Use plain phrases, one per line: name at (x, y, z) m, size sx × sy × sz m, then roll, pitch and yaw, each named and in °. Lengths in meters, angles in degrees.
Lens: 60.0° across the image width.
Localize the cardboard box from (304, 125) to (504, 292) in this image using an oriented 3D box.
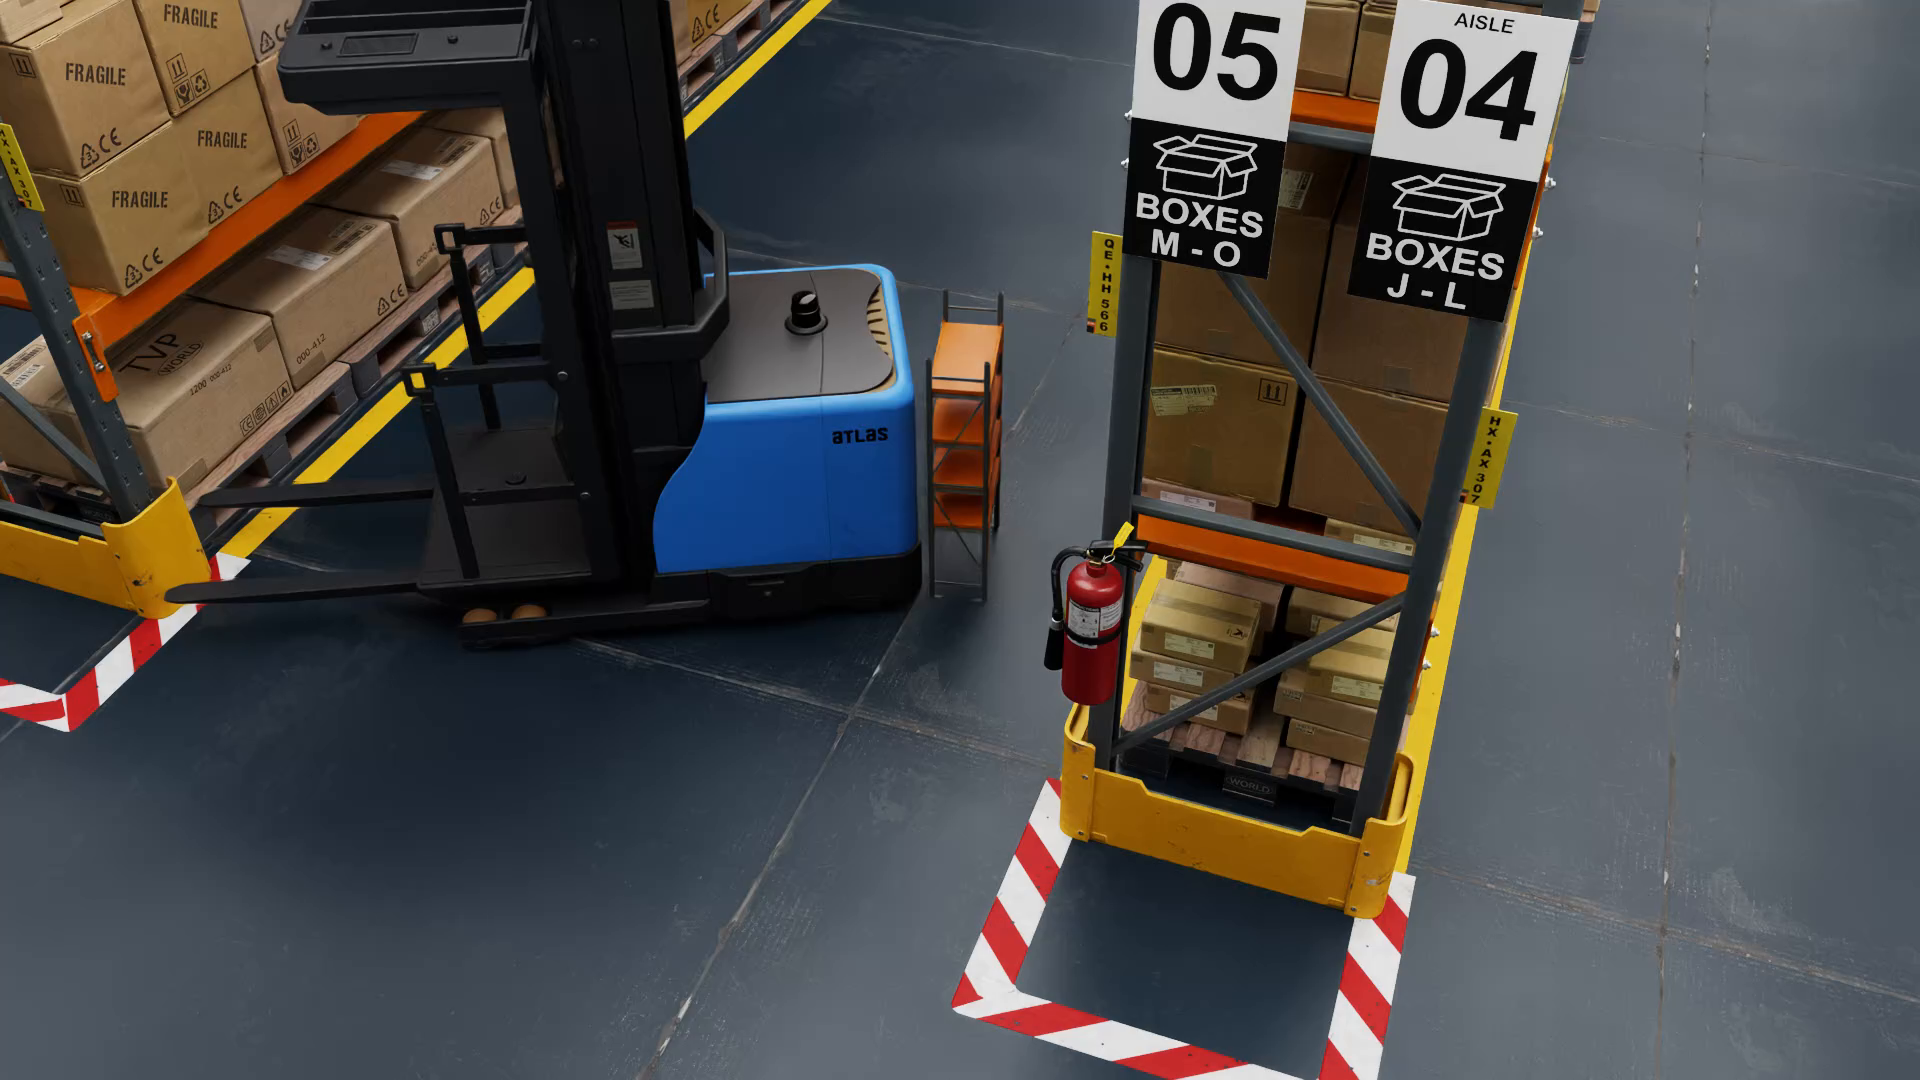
cardboard box at (-3.016, -1.768, 8.662) m, size 0.875 × 0.438 × 0.875 m, roll 12°, pitch 42°, yaw 14°

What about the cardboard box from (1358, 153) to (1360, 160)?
cardboard box at (1.493, -1.068, 5.114) m, size 0.500 × 0.500 × 0.500 m, roll 14°, pitch 43°, yaw 16°

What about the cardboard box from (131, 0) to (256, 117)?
cardboard box at (-3.160, -2.014, 6.452) m, size 0.500 × 0.500 × 0.500 m, roll 12°, pitch 42°, yaw 14°

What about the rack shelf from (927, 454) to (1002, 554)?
rack shelf at (0.022, -0.164, 6.927) m, size 0.258 × 0.148 × 0.480 m, roll 5°, pitch 41°, yaw 5°

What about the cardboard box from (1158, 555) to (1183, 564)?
cardboard box at (0.976, -0.019, 6.376) m, size 0.380 × 0.149 × 0.250 m, roll 12°, pitch 42°, yaw 14°

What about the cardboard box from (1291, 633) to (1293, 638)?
cardboard box at (1.495, 0.334, 6.421) m, size 0.380 × 0.149 × 0.250 m, roll 14°, pitch 42°, yaw 16°

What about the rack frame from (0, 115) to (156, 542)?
rack frame at (-3.762, -1.049, 6.168) m, size 1.000 × 3.000 × 0.127 m, roll 13°, pitch 42°, yaw 15°

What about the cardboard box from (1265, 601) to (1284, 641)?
cardboard box at (1.072, 0.224, 6.549) m, size 0.380 × 0.149 × 0.250 m, roll 13°, pitch 42°, yaw 15°

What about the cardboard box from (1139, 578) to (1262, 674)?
cardboard box at (0.867, 0.307, 5.993) m, size 0.380 × 0.149 × 0.250 m, roll 14°, pitch 42°, yaw 16°

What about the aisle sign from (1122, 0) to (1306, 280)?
aisle sign at (0.617, -1.023, 4.135) m, size 0.394 × 0.787 × 0.004 m, roll 13°, pitch 42°, yaw 15°

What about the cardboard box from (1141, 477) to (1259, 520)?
cardboard box at (0.770, -0.178, 5.341) m, size 0.380 × 0.149 × 0.250 m, roll 13°, pitch 42°, yaw 15°

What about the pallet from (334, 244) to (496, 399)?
pallet at (-3.143, -1.235, 8.535) m, size 1.003 × 0.211 × 1.213 m, roll 13°, pitch 42°, yaw 15°

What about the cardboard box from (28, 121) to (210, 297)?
cardboard box at (-3.328, -1.316, 6.404) m, size 0.500 × 0.500 × 0.500 m, roll 13°, pitch 42°, yaw 15°

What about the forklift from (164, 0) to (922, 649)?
forklift at (-1.713, -1.039, 6.210) m, size 3.031 × 2.935 × 1.130 m, roll -5°, pitch 41°, yaw -5°

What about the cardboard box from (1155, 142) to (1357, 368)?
cardboard box at (0.847, -0.878, 4.891) m, size 0.500 × 0.500 × 0.500 m, roll 12°, pitch 42°, yaw 14°

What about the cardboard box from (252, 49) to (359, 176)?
cardboard box at (-2.991, -1.937, 7.132) m, size 0.500 × 0.500 × 0.500 m, roll 13°, pitch 42°, yaw 15°

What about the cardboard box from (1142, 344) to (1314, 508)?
cardboard box at (0.836, -0.494, 5.212) m, size 0.500 × 0.500 × 0.500 m, roll 14°, pitch 42°, yaw 16°

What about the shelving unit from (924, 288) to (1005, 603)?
shelving unit at (0.022, -0.366, 6.755) m, size 0.258 × 1.200 × 0.503 m, roll 5°, pitch 41°, yaw 5°

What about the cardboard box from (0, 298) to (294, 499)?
cardboard box at (-3.631, -0.659, 7.362) m, size 0.875 × 0.438 × 0.875 m, roll 12°, pitch 42°, yaw 14°

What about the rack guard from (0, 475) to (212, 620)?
rack guard at (-3.770, -0.083, 6.963) m, size 1.175 × 0.500 × 0.348 m, roll 13°, pitch 42°, yaw 15°

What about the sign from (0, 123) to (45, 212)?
sign at (-3.243, -1.282, 5.713) m, size 0.100 × 0.325 × 0.005 m, roll 13°, pitch 42°, yaw 15°

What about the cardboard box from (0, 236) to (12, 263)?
cardboard box at (-3.846, -1.440, 6.550) m, size 0.500 × 0.500 × 0.500 m, roll 14°, pitch 42°, yaw 15°

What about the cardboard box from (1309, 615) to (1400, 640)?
cardboard box at (1.491, 0.383, 6.134) m, size 0.380 × 0.149 × 0.250 m, roll 13°, pitch 42°, yaw 15°

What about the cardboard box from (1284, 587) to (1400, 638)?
cardboard box at (1.404, 0.248, 6.063) m, size 0.380 × 0.149 × 0.250 m, roll 14°, pitch 42°, yaw 16°

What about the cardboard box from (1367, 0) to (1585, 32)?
cardboard box at (1.322, -1.502, 4.119) m, size 0.500 × 0.250 × 0.500 m, roll 14°, pitch 42°, yaw 16°

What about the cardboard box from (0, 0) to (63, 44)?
cardboard box at (-3.381, -1.869, 5.783) m, size 0.380 × 0.149 × 0.250 m, roll 14°, pitch 42°, yaw 16°

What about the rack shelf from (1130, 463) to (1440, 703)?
rack shelf at (1.608, -0.958, 6.616) m, size 1.077 × 0.370 × 4.000 m, roll 13°, pitch 42°, yaw 15°

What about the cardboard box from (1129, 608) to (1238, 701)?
cardboard box at (0.836, 0.414, 6.097) m, size 0.380 × 0.149 × 0.250 m, roll 12°, pitch 42°, yaw 14°

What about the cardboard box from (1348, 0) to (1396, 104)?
cardboard box at (1.318, -1.313, 4.282) m, size 0.500 × 0.250 × 0.500 m, roll 15°, pitch 43°, yaw 17°

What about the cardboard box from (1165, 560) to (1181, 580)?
cardboard box at (1.012, 0.097, 6.469) m, size 0.380 × 0.149 × 0.250 m, roll 12°, pitch 42°, yaw 13°

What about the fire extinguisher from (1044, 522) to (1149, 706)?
fire extinguisher at (0.404, 0.211, 5.039) m, size 0.296 × 0.674 × 0.183 m, roll 13°, pitch 42°, yaw 15°

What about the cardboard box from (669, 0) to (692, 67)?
cardboard box at (-2.258, -3.236, 10.045) m, size 0.875 × 0.875 × 0.875 m, roll 15°, pitch 43°, yaw 16°

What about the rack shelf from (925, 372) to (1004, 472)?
rack shelf at (0.022, -0.485, 6.653) m, size 0.258 × 0.148 × 0.480 m, roll 5°, pitch 41°, yaw 5°

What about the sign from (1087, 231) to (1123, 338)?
sign at (0.409, -0.708, 4.633) m, size 0.100 × 0.325 × 0.005 m, roll 13°, pitch 42°, yaw 15°

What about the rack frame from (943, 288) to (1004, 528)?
rack frame at (0.052, -0.523, 6.939) m, size 0.240 × 1.200 × 0.015 m, roll 5°, pitch 41°, yaw 5°

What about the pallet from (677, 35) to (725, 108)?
pallet at (-2.201, -2.915, 10.504) m, size 1.003 × 0.211 × 1.213 m, roll 13°, pitch 42°, yaw 15°

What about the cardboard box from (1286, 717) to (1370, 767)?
cardboard box at (1.404, 0.664, 6.033) m, size 0.380 × 0.149 × 0.250 m, roll 14°, pitch 42°, yaw 16°

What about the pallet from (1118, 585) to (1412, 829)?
pallet at (1.261, 0.515, 6.484) m, size 1.003 × 0.211 × 1.213 m, roll 13°, pitch 42°, yaw 15°

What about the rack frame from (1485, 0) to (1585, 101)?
rack frame at (0.924, -2.294, 3.006) m, size 1.000 × 3.000 × 0.127 m, roll 13°, pitch 42°, yaw 15°
